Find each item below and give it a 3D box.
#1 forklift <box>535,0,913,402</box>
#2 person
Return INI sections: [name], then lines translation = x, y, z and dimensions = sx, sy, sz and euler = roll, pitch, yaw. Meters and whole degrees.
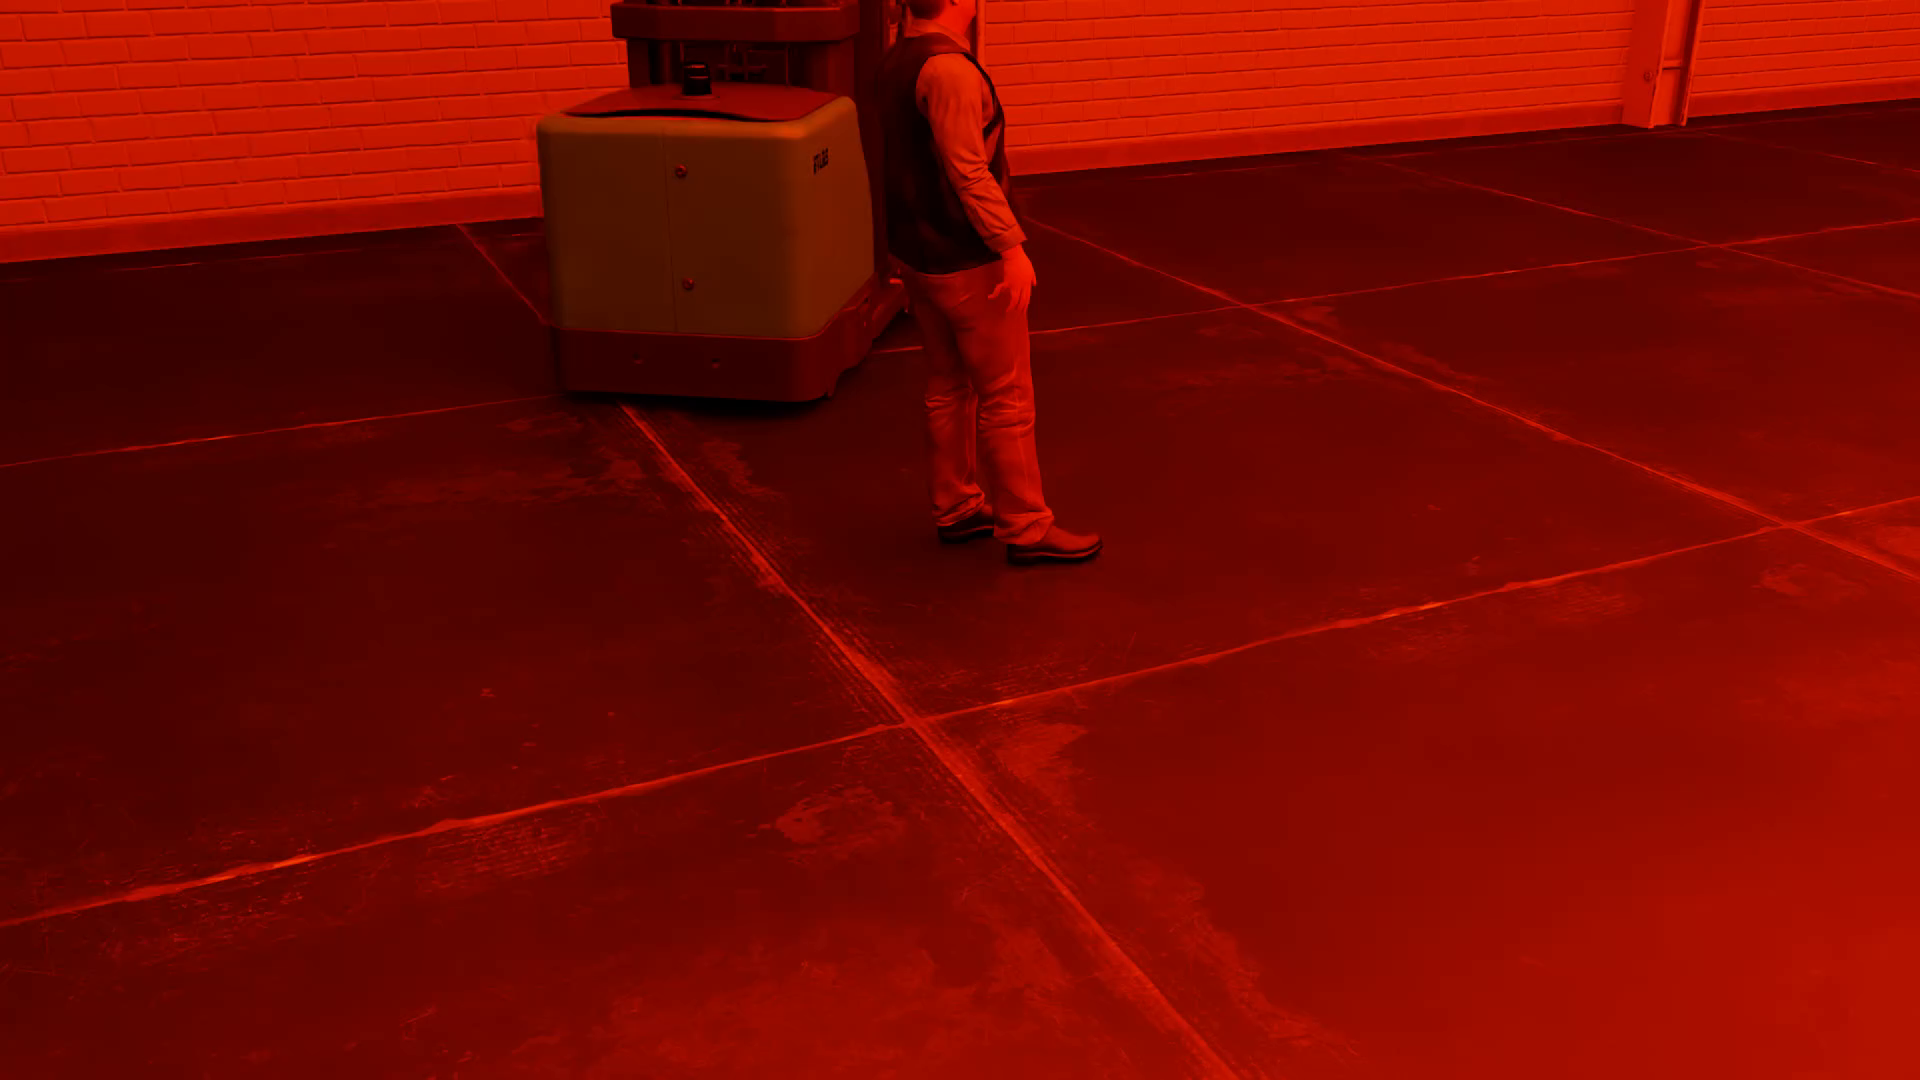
[forklift]
translation = -0.788, -2.396, 7.053
dimensions = 1.130, 2.935, 3.031
euler = 4, 23, 9
[person]
translation = 0.059, -0.809, 4.791
dimensions = 0.568, 1.720, 0.632
euler = -10, 25, -23
